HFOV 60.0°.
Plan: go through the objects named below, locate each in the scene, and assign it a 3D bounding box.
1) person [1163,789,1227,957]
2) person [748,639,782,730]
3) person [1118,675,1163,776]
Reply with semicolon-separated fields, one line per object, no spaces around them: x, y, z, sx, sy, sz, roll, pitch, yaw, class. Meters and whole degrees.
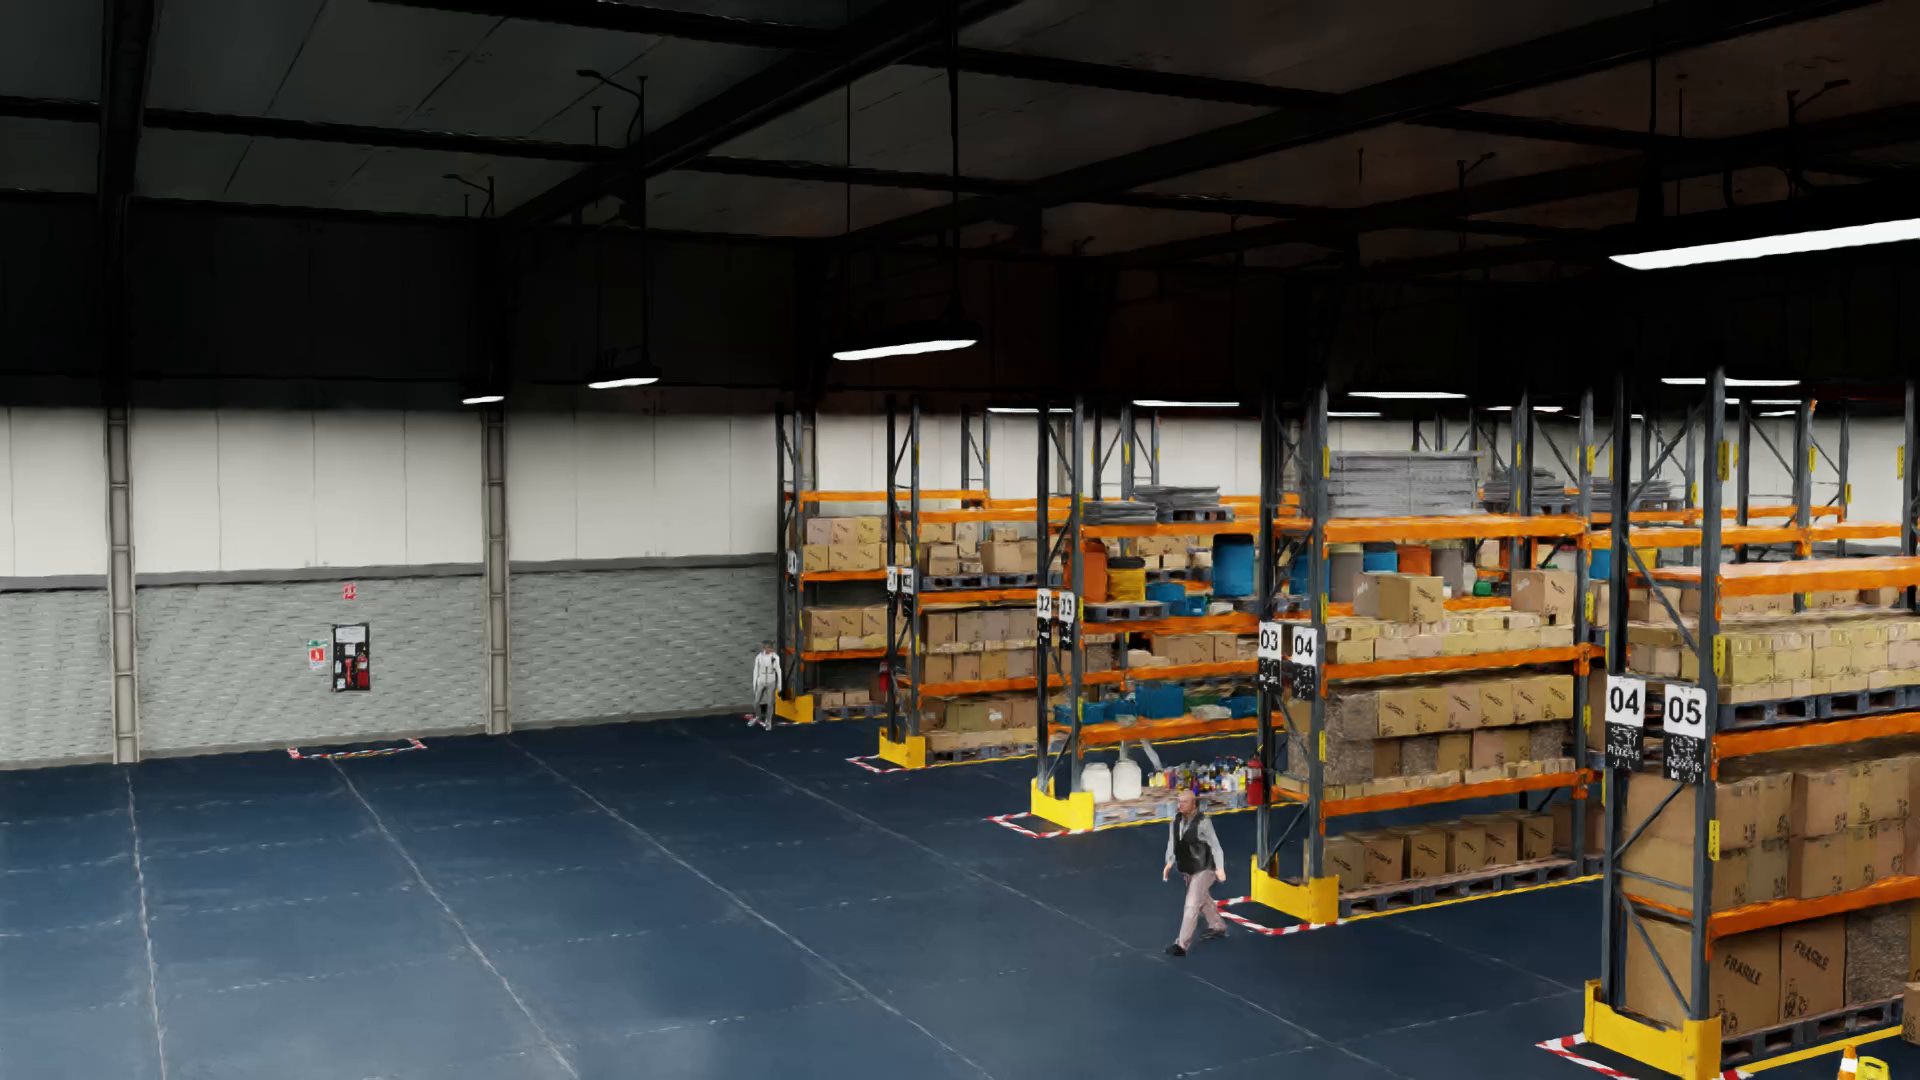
2.381;3.363;17.015;1.088;1.647;0.564;-2;4;-37;person
-3.552;2.616;30.210;0.642;1.659;0.454;0;3;-1;person
2.715;2.891;25.671;0.980;1.624;0.502;-2;4;-29;person
